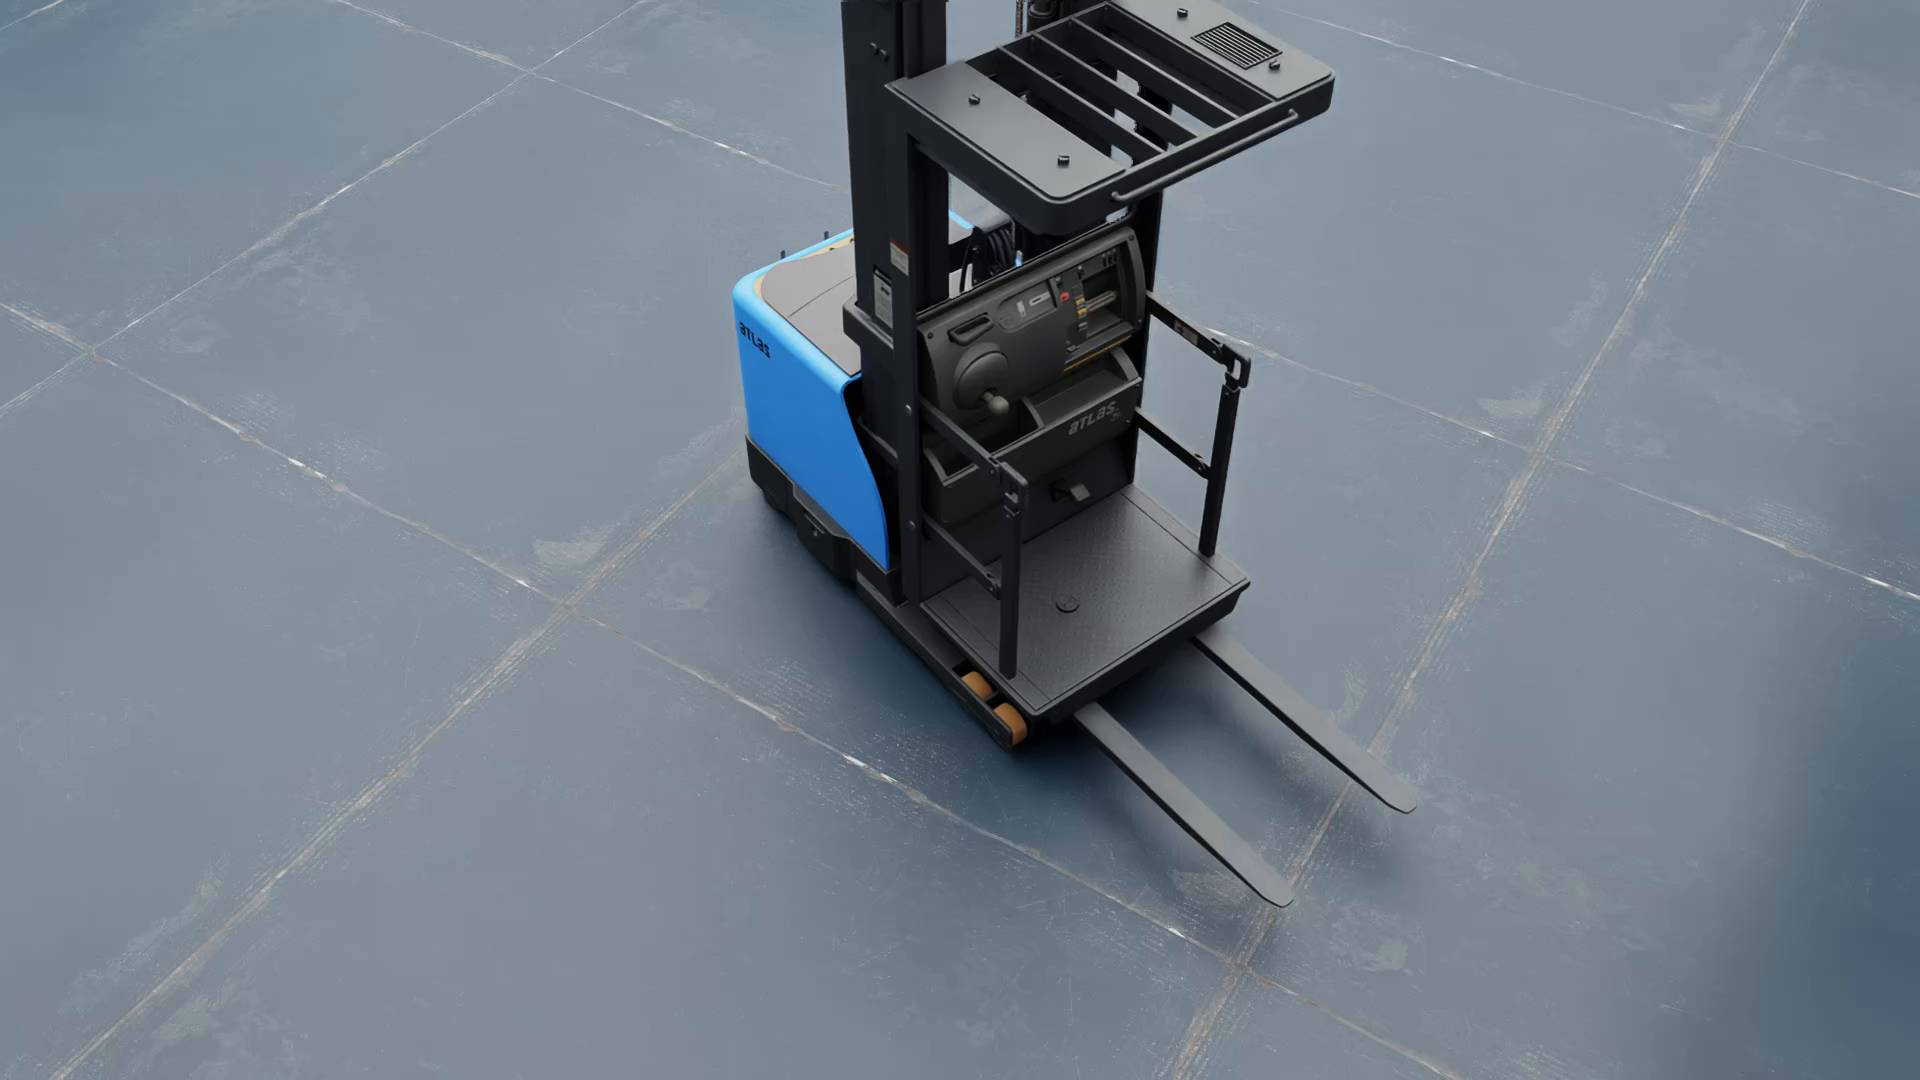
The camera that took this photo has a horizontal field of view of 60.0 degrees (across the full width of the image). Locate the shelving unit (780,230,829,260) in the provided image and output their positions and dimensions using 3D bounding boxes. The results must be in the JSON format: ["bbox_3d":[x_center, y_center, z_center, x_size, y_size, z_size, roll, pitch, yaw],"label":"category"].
[{"bbox_3d":[-0.586,-0.876,7.195,0.258,0.900,0.210,-29,53,-25],"label":"shelving unit"}]

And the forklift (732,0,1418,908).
[{"bbox_3d":[0.398,-0.655,5.565,1.130,2.935,3.031,-29,53,-25],"label":"forklift"}]

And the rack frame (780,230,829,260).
[{"bbox_3d":[-0.648,-0.933,7.251,0.240,0.900,0.006,-29,53,-25],"label":"rack frame"}]
